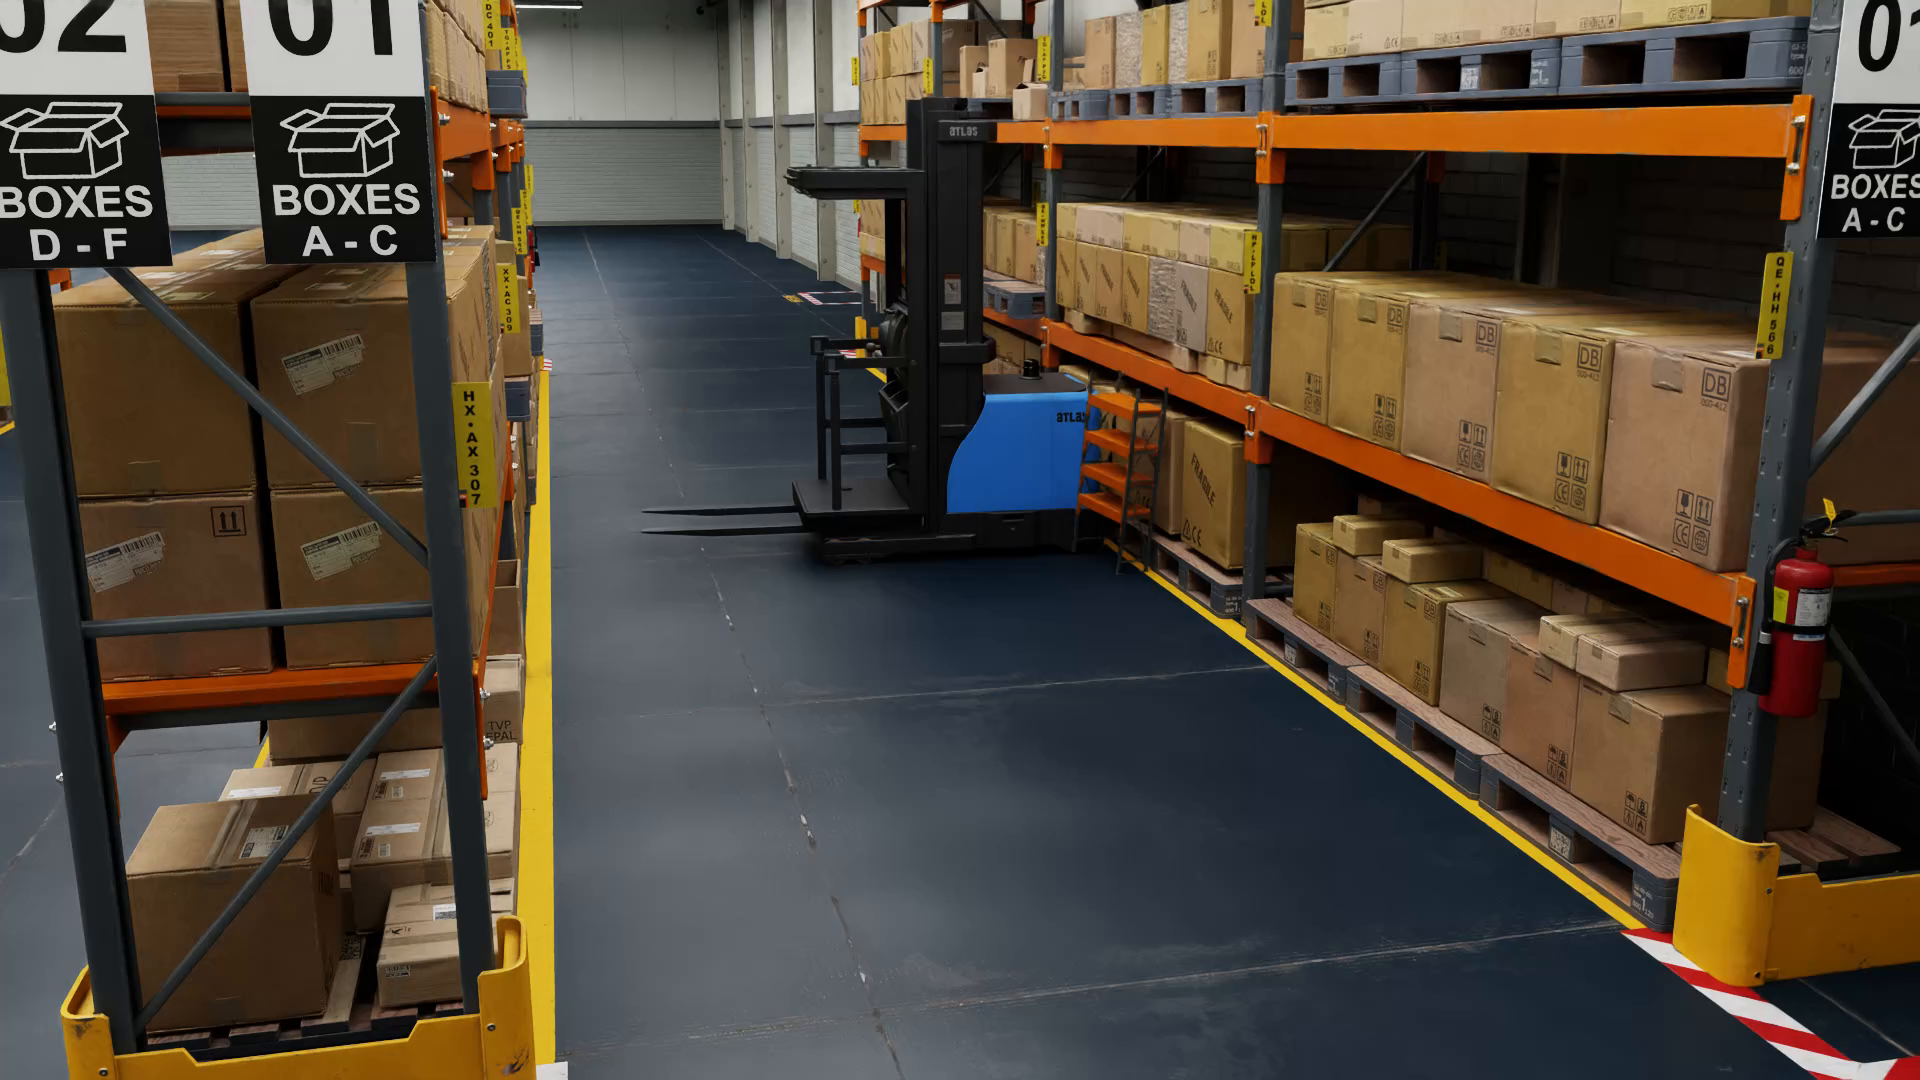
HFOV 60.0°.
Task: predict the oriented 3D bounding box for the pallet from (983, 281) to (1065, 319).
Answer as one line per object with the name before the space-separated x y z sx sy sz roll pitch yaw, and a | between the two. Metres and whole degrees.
pallet | 0.886 -1.979 13.613 1.213 0.211 1.003 -3 14 -13

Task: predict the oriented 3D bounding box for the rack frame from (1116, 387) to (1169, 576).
rack frame | 1.134 -0.360 10.357 0.240 1.200 0.015 -6 20 -31

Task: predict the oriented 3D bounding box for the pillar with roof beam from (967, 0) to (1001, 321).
pillar with roof beam | -3.901 -6.321 18.337 9.100 9.000 0.400 -3 14 -13

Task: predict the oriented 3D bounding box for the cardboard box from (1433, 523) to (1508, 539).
cardboard box | 2.520 0.020 8.041 0.380 0.149 0.250 -4 14 -15

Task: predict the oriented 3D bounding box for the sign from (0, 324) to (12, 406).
sign | -2.323 -0.481 3.971 0.100 0.325 0.005 -3 14 -13

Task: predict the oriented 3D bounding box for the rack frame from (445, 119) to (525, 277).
rack frame | -4.597 -2.560 15.585 1.000 3.000 0.127 -3 14 -13

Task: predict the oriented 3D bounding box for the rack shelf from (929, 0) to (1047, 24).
rack shelf | 0.687 -4.746 14.251 1.077 0.370 4.000 -3 14 -13

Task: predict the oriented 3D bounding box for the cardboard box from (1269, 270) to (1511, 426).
cardboard box | 2.208 -1.011 8.613 0.980 0.700 0.700 -3 14 -12

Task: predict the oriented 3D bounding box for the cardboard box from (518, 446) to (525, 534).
cardboard box | -3.088 -0.314 10.734 0.500 0.500 0.500 -4 14 -15

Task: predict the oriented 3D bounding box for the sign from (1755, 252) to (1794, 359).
sign | 2.505 -0.719 5.111 0.100 0.325 0.005 -3 14 -13

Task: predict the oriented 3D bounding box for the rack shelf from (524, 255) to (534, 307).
rack shelf | -5.066 -2.672 17.558 1.077 0.370 4.000 -3 14 -13

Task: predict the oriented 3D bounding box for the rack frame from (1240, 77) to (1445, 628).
rack frame | 2.096 -0.991 9.164 1.000 3.000 0.127 -3 14 -13

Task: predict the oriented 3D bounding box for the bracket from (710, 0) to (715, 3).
bracket | -6.405 -14.520 44.314 0.076 0.066 4.783 -3 14 -13

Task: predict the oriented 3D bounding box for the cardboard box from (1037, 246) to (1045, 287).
cardboard box | 1.037 -2.284 13.319 0.700 0.500 0.500 -5 15 -20

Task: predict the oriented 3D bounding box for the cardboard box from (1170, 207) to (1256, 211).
cardboard box | 1.751 -2.153 11.459 0.500 0.250 0.500 -4 14 -15

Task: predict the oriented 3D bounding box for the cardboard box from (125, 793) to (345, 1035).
cardboard box | -2.145 1.097 4.955 0.500 0.500 0.500 -3 14 -13

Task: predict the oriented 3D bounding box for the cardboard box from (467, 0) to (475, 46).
cardboard box | -2.110 -2.013 6.290 0.500 0.250 0.500 -3 14 -13

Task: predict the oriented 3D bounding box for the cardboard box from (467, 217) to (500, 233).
cardboard box | -4.471 -2.996 15.794 0.380 0.149 0.250 -3 14 -13

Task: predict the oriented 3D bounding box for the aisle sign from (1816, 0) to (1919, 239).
aisle sign | 2.761 -1.298 4.942 0.394 0.787 0.004 -3 14 -13

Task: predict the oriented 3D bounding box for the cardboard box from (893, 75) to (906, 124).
cardboard box | -0.415 -4.698 17.763 0.500 0.500 0.500 -4 14 -15

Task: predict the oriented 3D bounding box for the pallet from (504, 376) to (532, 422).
pallet | -2.799 -0.811 8.833 1.003 0.211 1.213 -3 14 -13

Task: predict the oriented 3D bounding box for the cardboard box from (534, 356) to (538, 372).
cardboard box | -4.401 -1.917 16.281 0.500 0.500 0.500 -3 14 -13

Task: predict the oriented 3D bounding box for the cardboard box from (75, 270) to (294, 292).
cardboard box | -2.270 -0.530 4.957 0.500 0.500 0.500 -3 14 -12

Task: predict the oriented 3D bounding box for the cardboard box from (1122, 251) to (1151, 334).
cardboard box | 1.382 -1.635 10.919 0.500 0.500 0.500 -3 14 -12

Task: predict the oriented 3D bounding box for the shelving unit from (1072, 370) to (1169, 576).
shelving unit | 1.009 -0.431 10.554 0.258 1.200 0.503 -6 20 -31

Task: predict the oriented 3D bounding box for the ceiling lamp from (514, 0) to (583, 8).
ceiling lamp | -10.677 -15.149 42.174 2.000 3.185 0.800 -3 14 -13

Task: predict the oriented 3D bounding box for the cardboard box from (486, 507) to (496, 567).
cardboard box | -1.868 -0.192 5.681 0.500 0.500 0.500 -3 14 -13

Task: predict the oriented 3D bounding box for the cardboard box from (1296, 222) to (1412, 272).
cardboard box | 2.242 -1.679 9.519 0.500 0.250 0.500 -3 14 -11

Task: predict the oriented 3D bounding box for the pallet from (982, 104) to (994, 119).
pallet | 0.259 -4.054 15.777 1.213 0.211 1.003 -3 14 -13

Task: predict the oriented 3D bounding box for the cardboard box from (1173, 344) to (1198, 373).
cardboard box | 1.523 -1.118 10.170 0.380 0.149 0.250 -3 14 -13

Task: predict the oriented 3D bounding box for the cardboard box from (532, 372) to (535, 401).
cardboard box | -3.980 -1.388 14.516 0.500 0.311 0.500 -3 14 -13

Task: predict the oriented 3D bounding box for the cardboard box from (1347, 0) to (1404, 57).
cardboard box | 2.108 -2.336 7.567 0.500 0.250 0.500 -4 14 -14

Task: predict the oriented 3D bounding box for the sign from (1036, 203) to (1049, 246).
sign | 0.632 -2.406 12.680 0.100 0.325 0.005 -3 14 -13

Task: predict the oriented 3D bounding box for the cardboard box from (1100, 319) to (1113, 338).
cardboard box | 1.219 -1.537 11.885 0.380 0.149 0.250 -3 14 -14

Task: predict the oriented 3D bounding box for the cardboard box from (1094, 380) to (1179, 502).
cardboard box | 1.402 -0.694 11.594 0.750 0.750 0.750 -3 14 -13

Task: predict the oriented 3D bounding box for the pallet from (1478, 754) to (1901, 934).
pallet | 2.772 1.106 6.455 1.003 0.211 1.213 -3 14 -13

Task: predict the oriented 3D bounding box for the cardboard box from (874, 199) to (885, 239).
cardboard box | -0.680 -3.700 18.944 0.500 0.500 0.500 -4 14 -15

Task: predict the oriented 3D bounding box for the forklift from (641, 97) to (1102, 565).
forklift | -0.618 -1.398 10.973 3.031 2.935 1.130 -2 14 -10

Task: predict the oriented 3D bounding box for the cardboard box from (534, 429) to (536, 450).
cardboard box | -3.742 -0.878 13.609 0.500 0.250 0.500 -4 14 -15

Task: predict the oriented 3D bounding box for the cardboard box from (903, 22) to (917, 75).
cardboard box | -0.303 -5.065 17.158 0.500 0.500 0.500 -3 14 -10

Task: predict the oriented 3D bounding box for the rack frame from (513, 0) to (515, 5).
rack frame | -5.536 -6.397 18.650 1.000 3.000 0.127 -3 14 -13

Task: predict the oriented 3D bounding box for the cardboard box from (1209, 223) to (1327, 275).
cardboard box | 1.738 -1.652 9.408 0.500 0.250 0.500 -3 14 -12

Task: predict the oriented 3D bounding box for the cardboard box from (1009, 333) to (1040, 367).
cardboard box | 0.739 -1.694 14.802 0.500 0.250 0.500 -3 14 -13

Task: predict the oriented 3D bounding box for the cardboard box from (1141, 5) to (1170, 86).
cardboard box | 1.620 -3.277 11.063 0.700 0.500 0.500 -3 14 -10

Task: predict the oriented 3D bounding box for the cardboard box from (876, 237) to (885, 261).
cardboard box | -0.666 -3.329 19.008 0.500 0.250 0.500 -4 14 -14

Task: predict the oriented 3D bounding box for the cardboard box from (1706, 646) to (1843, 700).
cardboard box | 2.998 0.488 6.123 0.380 0.149 0.250 -3 14 -13

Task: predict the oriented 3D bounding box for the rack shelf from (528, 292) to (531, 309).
rack shelf | -4.127 -1.749 13.781 1.077 0.370 4.000 -3 14 -13

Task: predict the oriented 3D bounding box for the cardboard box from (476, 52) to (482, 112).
cardboard box | -2.238 -1.885 6.819 0.500 0.250 0.500 -3 14 -13

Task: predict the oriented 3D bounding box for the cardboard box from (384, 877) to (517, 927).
cardboard box | -1.601 1.198 5.247 0.380 0.166 0.250 -3 14 -13

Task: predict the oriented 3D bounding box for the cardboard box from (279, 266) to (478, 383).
cardboard box | -1.756 -0.563 5.094 0.500 0.500 0.500 -3 14 -13
